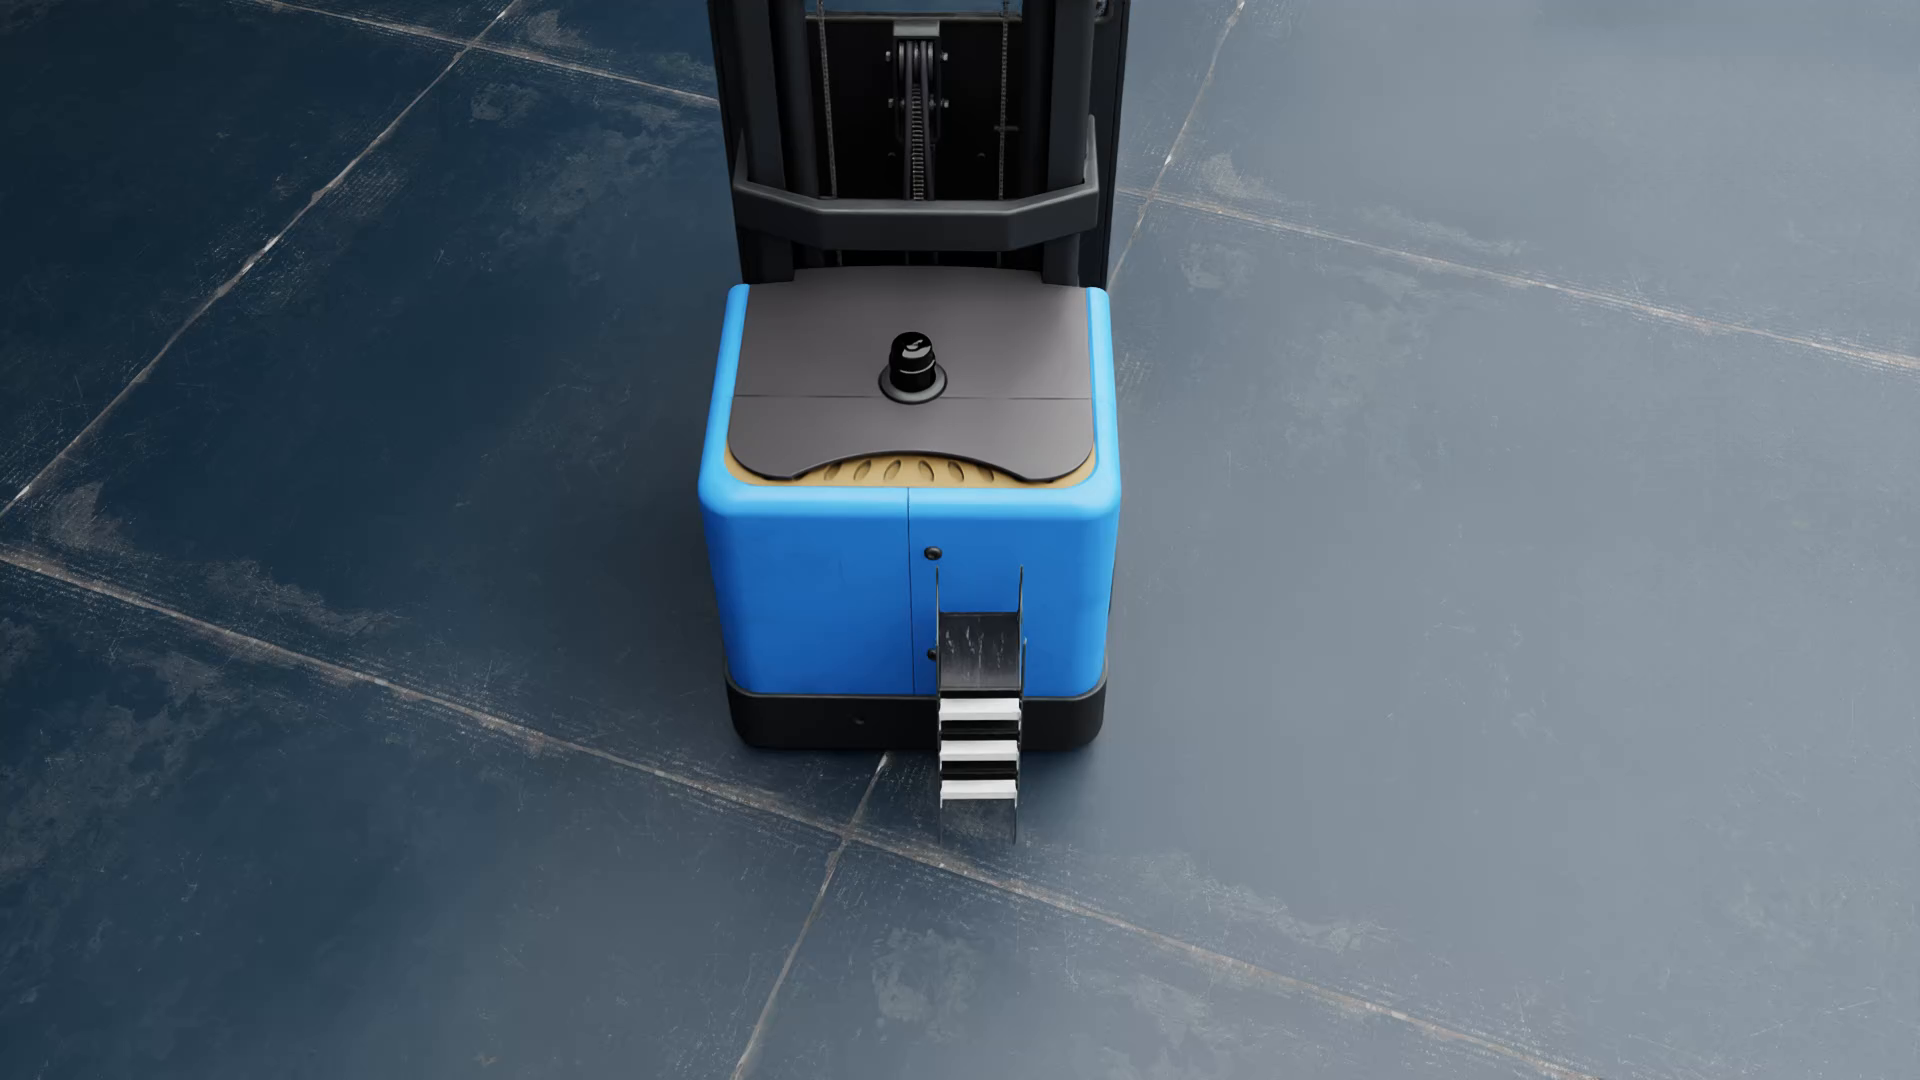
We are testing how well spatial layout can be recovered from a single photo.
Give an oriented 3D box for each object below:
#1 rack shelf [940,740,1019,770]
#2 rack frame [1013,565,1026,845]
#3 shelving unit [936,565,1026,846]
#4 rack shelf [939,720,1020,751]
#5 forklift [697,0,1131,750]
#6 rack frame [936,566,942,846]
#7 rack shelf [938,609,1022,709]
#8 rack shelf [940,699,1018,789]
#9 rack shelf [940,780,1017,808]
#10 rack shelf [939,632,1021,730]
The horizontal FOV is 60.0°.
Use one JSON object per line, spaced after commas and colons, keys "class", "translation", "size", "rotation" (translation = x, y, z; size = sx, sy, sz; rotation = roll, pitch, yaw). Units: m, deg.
{"class": "rack shelf", "translation": [0.048, 0.469, 4.293], "size": [0.200, 0.077, 0.258], "rotation": [0, 49, 0]}
{"class": "rack frame", "translation": [0.149, 0.446, 4.268], "size": [0.006, 0.900, 0.240], "rotation": [0, 49, 0]}
{"class": "shelving unit", "translation": [0.048, 0.447, 4.267], "size": [0.210, 0.900, 0.258], "rotation": [0, 49, 0]}
{"class": "rack shelf", "translation": [0.048, 0.410, 4.225], "size": [0.200, 0.077, 0.258], "rotation": [0, 49, 0]}
{"class": "forklift", "translation": [-0.102, -1.474, 4.588], "size": [1.130, 2.935, 3.031], "rotation": [1, 49, 1]}
{"class": "rack frame", "translation": [-0.054, 0.447, 4.267], "size": [0.006, 0.900, 0.240], "rotation": [0, 49, 0]}
{"class": "rack shelf", "translation": [0.048, 0.292, 4.088], "size": [0.200, 0.077, 0.258], "rotation": [0, 49, 0]}
{"class": "rack shelf", "translation": [0.048, 0.527, 4.361], "size": [0.200, 0.077, 0.258], "rotation": [0, 49, 0]}
{"class": "rack shelf", "translation": [0.048, 0.586, 4.429], "size": [0.200, 0.077, 0.258], "rotation": [0, 49, 0]}
{"class": "rack shelf", "translation": [0.048, 0.351, 4.156], "size": [0.200, 0.077, 0.258], "rotation": [0, 49, 0]}
